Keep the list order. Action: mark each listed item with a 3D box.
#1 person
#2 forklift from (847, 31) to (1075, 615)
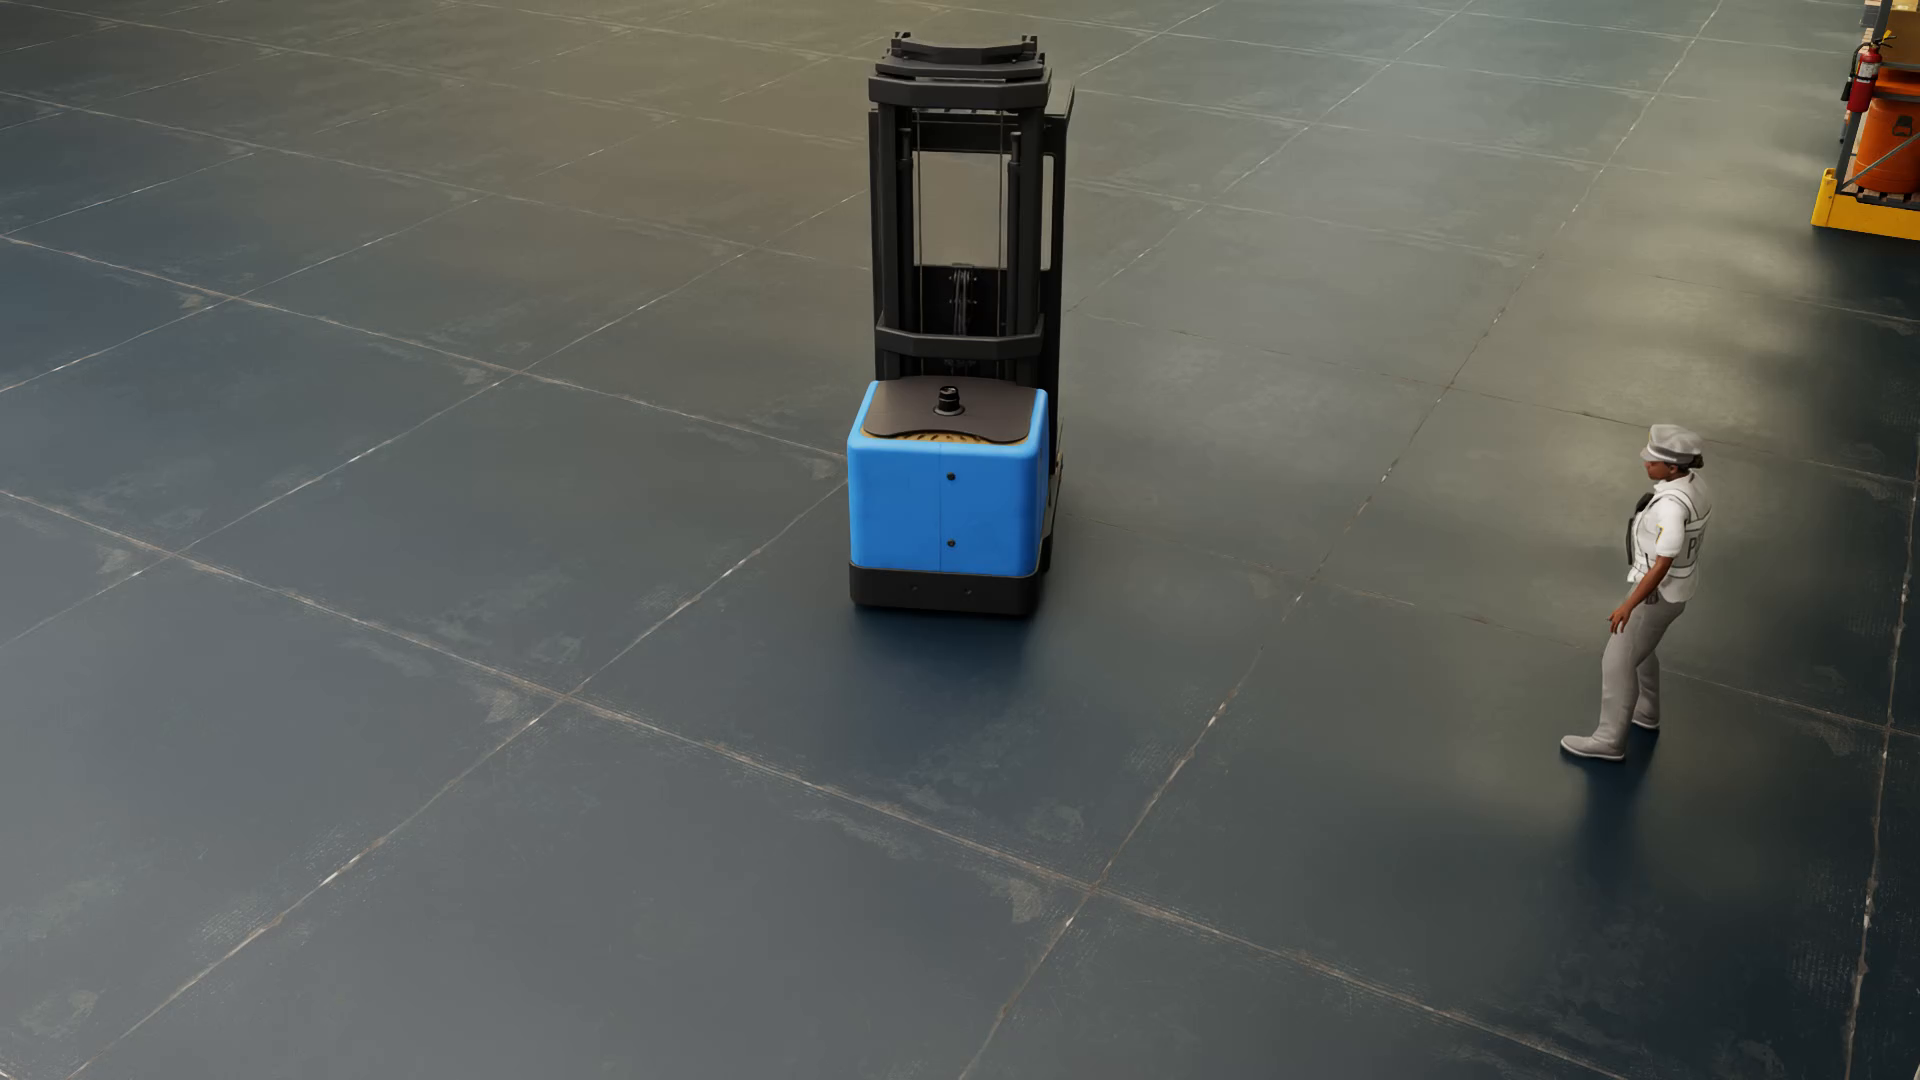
[{"bbox_3d":[3.297,0.238,7.954,0.398,1.640,0.678,17,34,27],"label":"person"},{"bbox_3d":[0.072,-1.572,9.794,1.130,2.935,3.031,3,30,6],"label":"forklift"}]
